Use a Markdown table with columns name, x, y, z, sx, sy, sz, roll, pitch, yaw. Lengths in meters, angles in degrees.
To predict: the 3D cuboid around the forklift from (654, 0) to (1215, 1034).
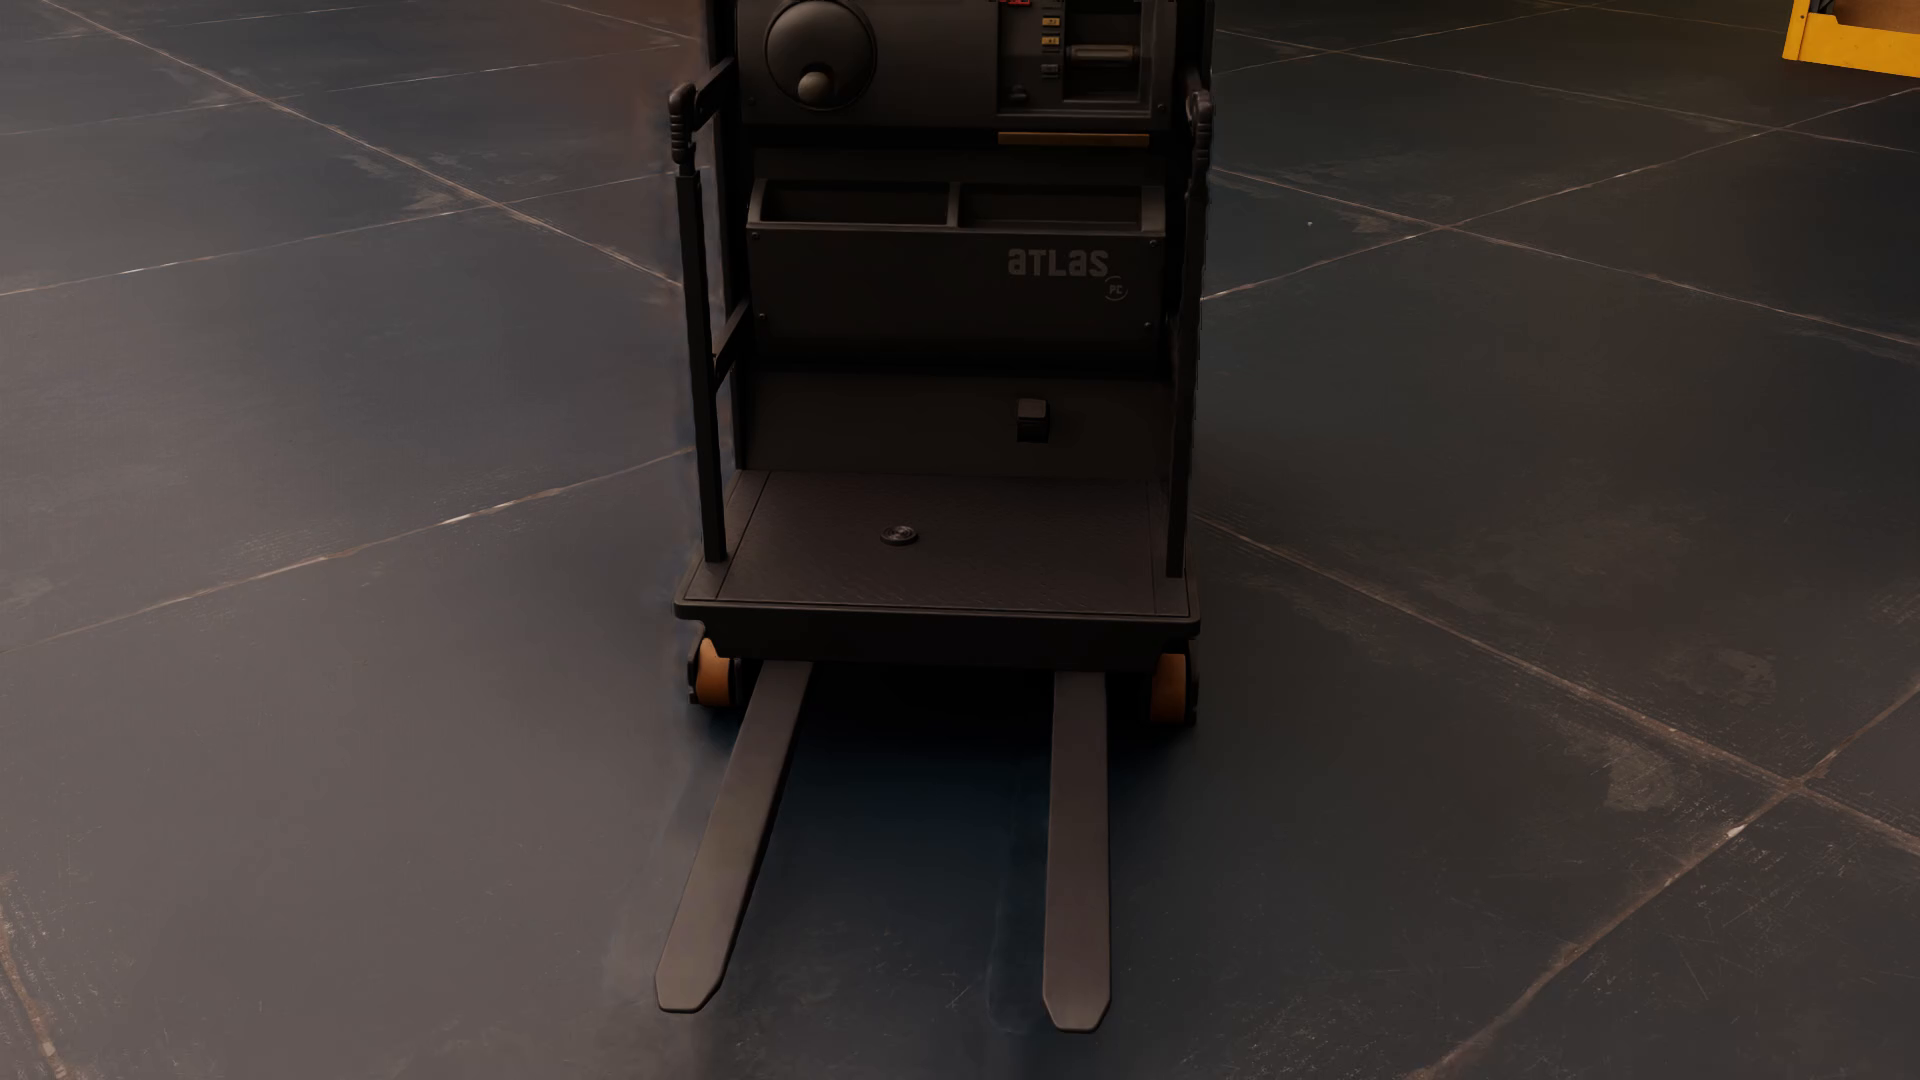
| name | x | y | z | sx | sy | sz | roll | pitch | yaw |
| --- | --- | --- | --- | --- | --- | --- | --- | --- | --- |
| forklift | -0.020 | -1.054 | 3.328 | 1.130 | 2.935 | 3.031 | 2 | 26 | 4 |
